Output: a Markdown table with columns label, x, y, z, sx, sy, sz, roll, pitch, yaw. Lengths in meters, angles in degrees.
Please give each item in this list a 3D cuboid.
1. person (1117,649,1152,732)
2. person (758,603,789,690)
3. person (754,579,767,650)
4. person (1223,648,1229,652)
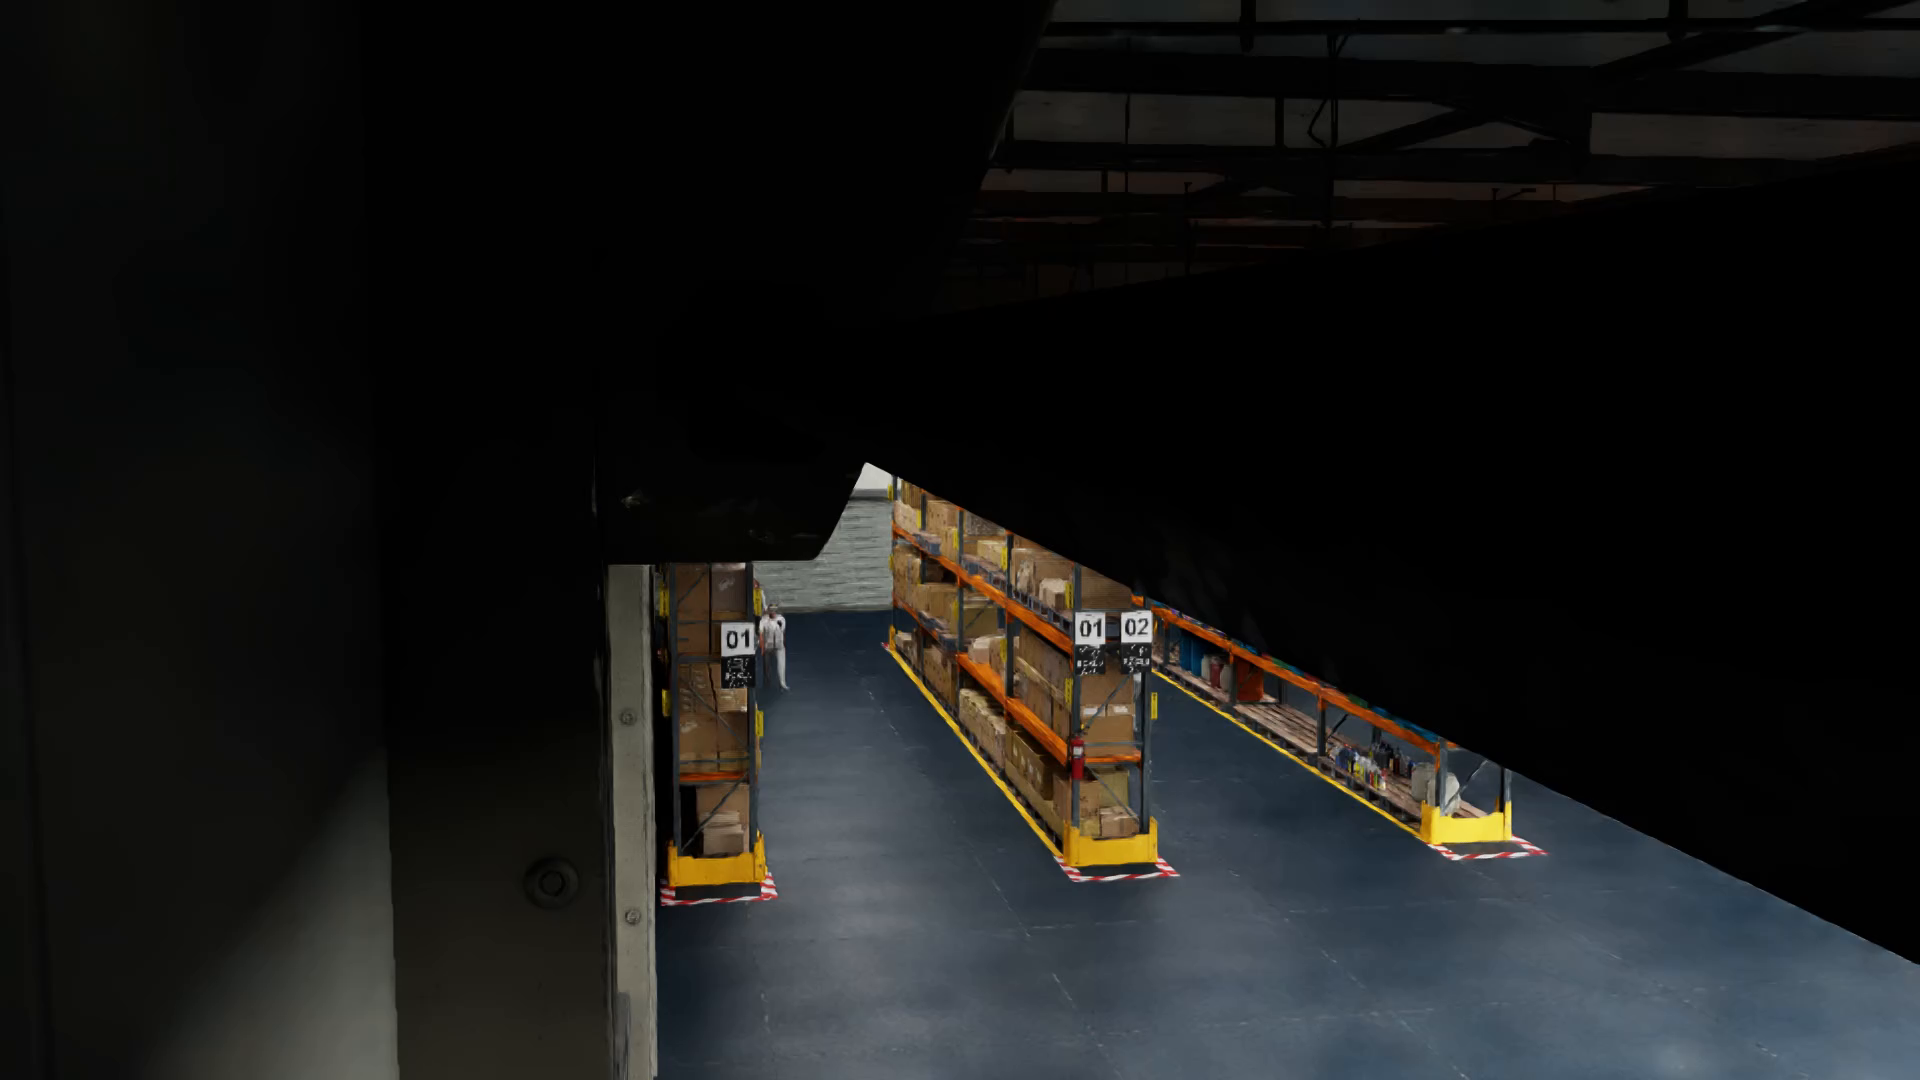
| label | x | y | z | sx | sy | sz | roll | pitch | yaw |
| --- | --- | --- | --- | --- | --- | --- | --- | --- | --- |
| person | 2.980 | 2.389 | 28.525 | 0.579 | 1.732 | 1.042 | -1 | 6 | -11 |
| person | -3.597 | 2.022 | 31.955 | 0.547 | 1.671 | 1.115 | -2 | 6 | -14 |
| person | -4.467 | 1.608 | 36.548 | 0.430 | 1.540 | 0.948 | -1 | 6 | -12 |
| person | 5.391 | 1.724 | 34.788 | 0.622 | 1.724 | 0.950 | -4 | 7 | -33 |
